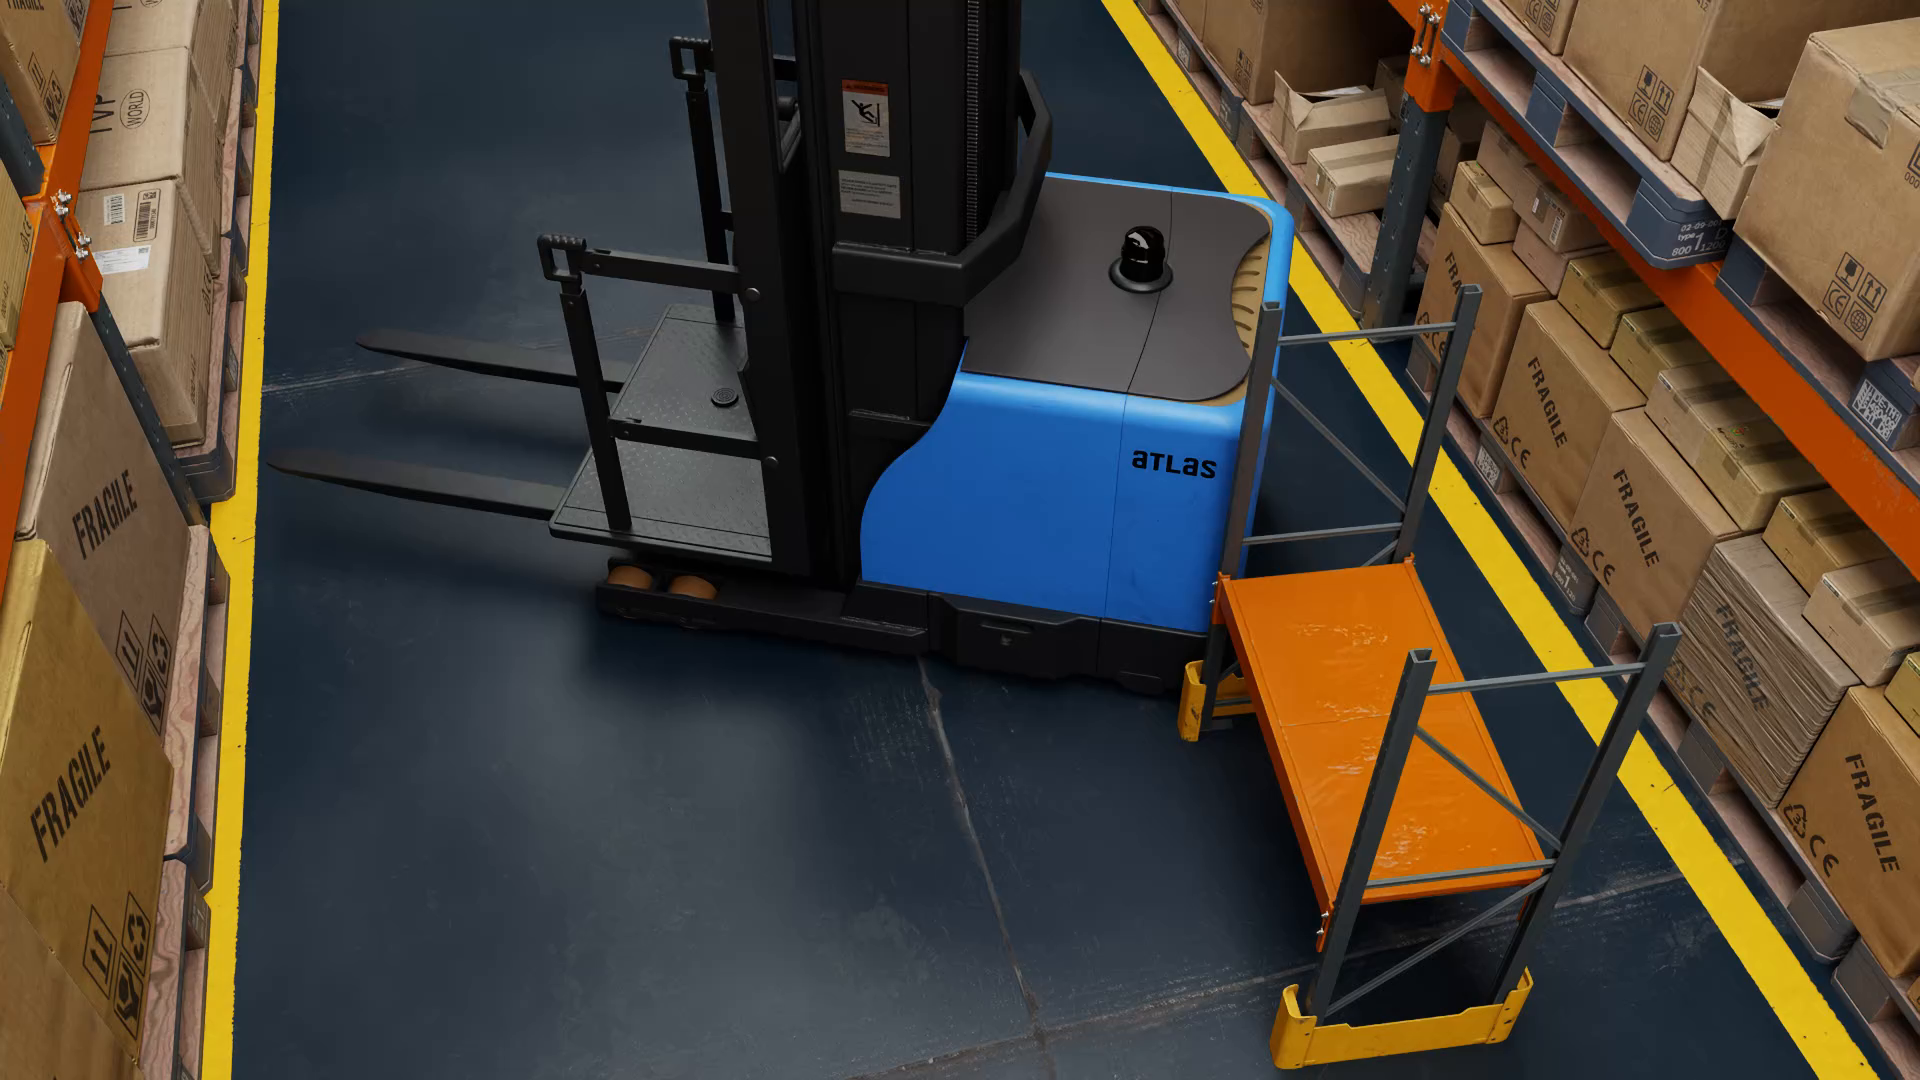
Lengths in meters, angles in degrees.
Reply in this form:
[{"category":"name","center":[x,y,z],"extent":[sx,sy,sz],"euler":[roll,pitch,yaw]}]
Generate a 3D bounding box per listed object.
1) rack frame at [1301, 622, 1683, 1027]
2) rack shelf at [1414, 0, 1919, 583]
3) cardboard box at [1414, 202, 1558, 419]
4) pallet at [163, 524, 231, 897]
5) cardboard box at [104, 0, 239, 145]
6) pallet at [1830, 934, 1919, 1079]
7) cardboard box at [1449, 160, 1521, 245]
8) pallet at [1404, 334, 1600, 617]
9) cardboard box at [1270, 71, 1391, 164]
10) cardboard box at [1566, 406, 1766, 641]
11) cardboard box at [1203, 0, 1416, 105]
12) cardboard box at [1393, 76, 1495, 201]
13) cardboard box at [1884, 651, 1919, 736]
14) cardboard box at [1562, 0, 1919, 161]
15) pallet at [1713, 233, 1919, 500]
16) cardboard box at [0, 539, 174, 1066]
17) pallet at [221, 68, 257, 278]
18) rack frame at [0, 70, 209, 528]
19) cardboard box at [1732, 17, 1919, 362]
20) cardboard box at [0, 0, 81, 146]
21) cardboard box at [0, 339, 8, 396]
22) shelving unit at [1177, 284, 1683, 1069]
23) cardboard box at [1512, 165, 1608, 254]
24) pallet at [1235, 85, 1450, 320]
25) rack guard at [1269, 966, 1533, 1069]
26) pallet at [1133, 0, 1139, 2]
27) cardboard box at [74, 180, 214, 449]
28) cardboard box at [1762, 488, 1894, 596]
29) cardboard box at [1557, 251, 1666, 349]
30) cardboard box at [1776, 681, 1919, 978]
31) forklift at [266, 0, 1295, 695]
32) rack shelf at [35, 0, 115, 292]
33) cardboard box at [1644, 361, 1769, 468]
[{"category":"rack frame","center":[1.048,0.707,3.507],"extent":[0.500,1.500,0.032],"euler":[-5,46,-5]},{"category":"rack shelf","center":[2.449,-0.241,3.890],"extent":[1.077,0.370,4.000],"euler":[-11,47,-10]},{"category":"cardboard box","center":[1.843,-0.771,5.361],"extent":[0.500,0.500,0.500],"euler":[-9,46,-9]},{"category":"pallet","center":[-2.590,0.531,4.582],"extent":[1.003,0.211,1.213],"euler":[-11,47,-10]},{"category":"cardboard box","center":[-3.376,-1.908,6.519],"extent":[0.875,0.438,0.875],"euler":[-10,46,-9]},{"category":"pallet","center":[2.806,1.341,3.788],"extent":[1.003,0.211,1.213],"euler":[-11,47,-10]},{"category":"cardboard box","center":[1.771,-1.077,5.207],"extent":[0.380,0.149,0.250],"euler":[-9,46,-8]},{"category":"pallet","center":[2.182,-0.343,5.439],"extent":[1.003,0.211,1.213],"euler":[-11,47,-10]},{"category":"cardboard box","center":[1.419,-1.641,6.379],"extent":[0.396,0.266,0.258],"euler":[-9,46,-9]},{"category":"cardboard box","center":[2.113,-0.060,4.664],"extent":[0.500,0.500,0.500],"euler":[-12,47,-11]},{"category":"cardboard box","center":[1.425,-2.154,6.717],"extent":[0.700,0.500,0.500],"euler":[-12,47,-12]},{"category":"cardboard box","center":[1.996,-1.579,6.286],"extent":[0.500,0.311,0.500],"euler":[-9,46,-9]},{"category":"cardboard box","center":[2.377,0.359,3.800],"extent":[0.380,0.149,0.250],"euler":[-11,47,-11]},{"category":"cardboard box","center":[1.977,-1.323,4.083],"extent":[0.700,0.500,0.500],"euler":[-10,46,-10]},{"category":"pallet","center":[2.459,-0.387,3.663],"extent":[1.003,0.211,1.213],"euler":[-11,47,-10]},{"category":"cardboard box","center":[-2.386,0.669,3.688],"extent":[0.875,0.875,0.875],"euler":[-9,46,-9]},{"category":"pallet","center":[-3.295,-1.371,6.446],"extent":[1.003,0.211,1.213],"euler":[-11,47,-10]},{"category":"rack frame","center":[-2.860,-0.964,4.094],"extent":[1.000,3.000,0.127],"euler":[-11,47,-10]},{"category":"cardboard box","center":[2.178,-0.782,3.552],"extent":[0.700,0.500,0.500],"euler":[-11,47,-11]},{"category":"cardboard box","center":[-2.728,-1.371,4.423],"extent":[0.500,0.500,0.500],"euler":[-9,46,-9]},{"category":"cardboard box","center":[-2.373,-0.296,3.545],"extent":[0.500,0.250,0.500],"euler":[-11,47,-11]},{"category":"shelving unit","center":[0.979,0.341,3.866],"extent":[0.587,1.500,1.083],"euler":[-5,46,-5]},{"category":"cardboard box","center":[1.884,-1.010,4.933],"extent":[0.380,0.149,0.250],"euler":[-13,47,-12]},{"category":"pallet","center":[1.762,-1.372,6.447],"extent":[1.003,0.211,1.213],"euler":[-11,47,-10]},{"category":"rack guard","center":[1.046,1.131,3.967],"extent":[0.587,0.250,0.087],"euler":[-5,46,-5]},{"category":"pallet","center":[1.137,-3.057,8.098],"extent":[1.003,0.211,1.213],"euler":[-11,47,-10]},{"category":"cardboard box","center":[-2.917,-0.667,5.303],"extent":[0.875,0.438,0.875],"euler":[-11,47,-11]},{"category":"cardboard box","center":[2.264,-0.006,4.157],"extent":[0.380,0.149,0.250],"euler":[-11,47,-10]},{"category":"cardboard box","center":[1.994,-0.724,4.862],"extent":[0.380,0.149,0.250],"euler":[-13,47,-12]},{"category":"cardboard box","center":[2.390,0.655,3.964],"extent":[0.500,0.500,0.500],"euler":[-9,46,-9]},{"category":"forklift","center":[-0.614,-1.119,4.295],"extent":[3.031,2.935,1.130],"euler":[9,46,8]},{"category":"rack shelf","center":[-3.372,-2.093,5.704],"extent":[1.077,0.370,4.000],"euler":[-11,47,-10]},{"category":"cardboard box","center":[2.105,-0.358,4.503],"extent":[0.380,0.149,0.250],"euler":[-11,47,-10]}]
